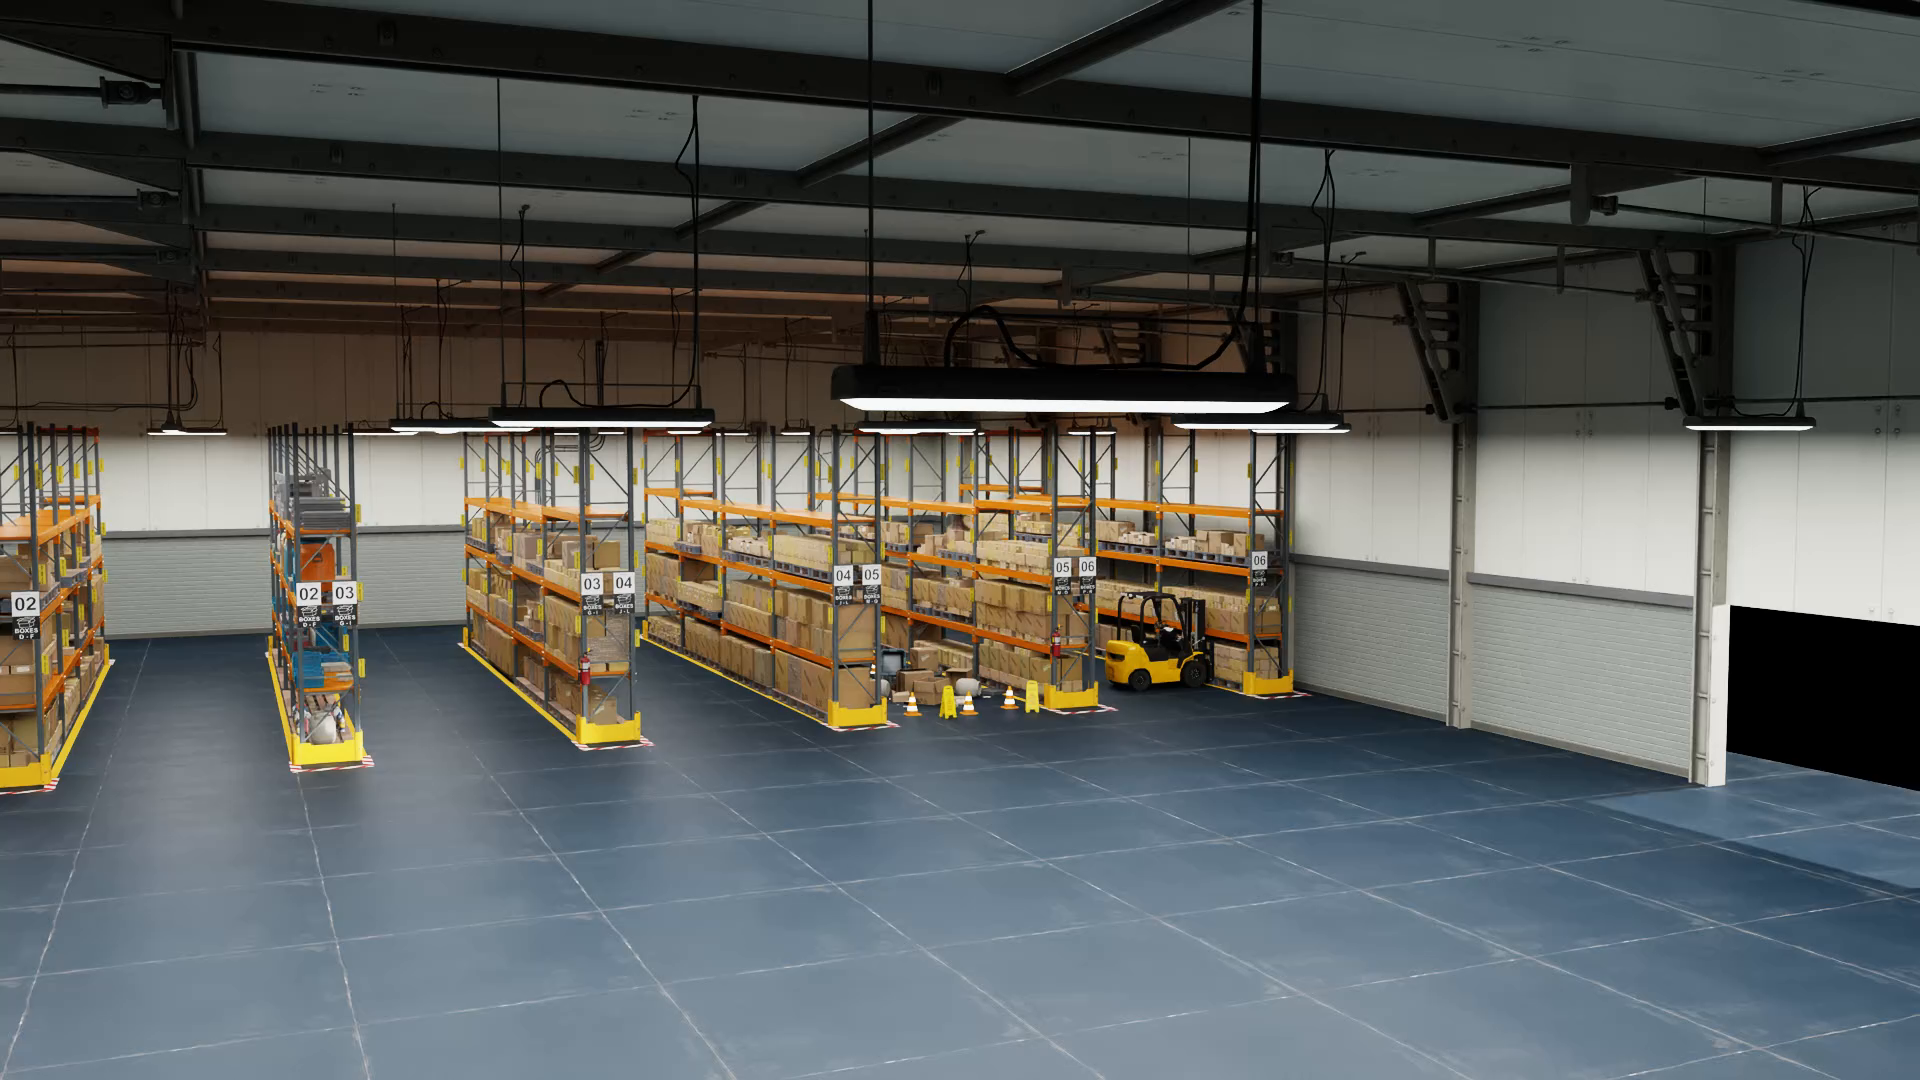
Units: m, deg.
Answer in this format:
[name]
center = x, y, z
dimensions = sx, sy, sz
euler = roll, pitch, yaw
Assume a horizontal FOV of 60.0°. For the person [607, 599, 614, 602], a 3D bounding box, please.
[person]
center = -10.194, 1.921, 48.592
dimensions = 0.513, 1.648, 0.823
euler = 0, 3, -1
